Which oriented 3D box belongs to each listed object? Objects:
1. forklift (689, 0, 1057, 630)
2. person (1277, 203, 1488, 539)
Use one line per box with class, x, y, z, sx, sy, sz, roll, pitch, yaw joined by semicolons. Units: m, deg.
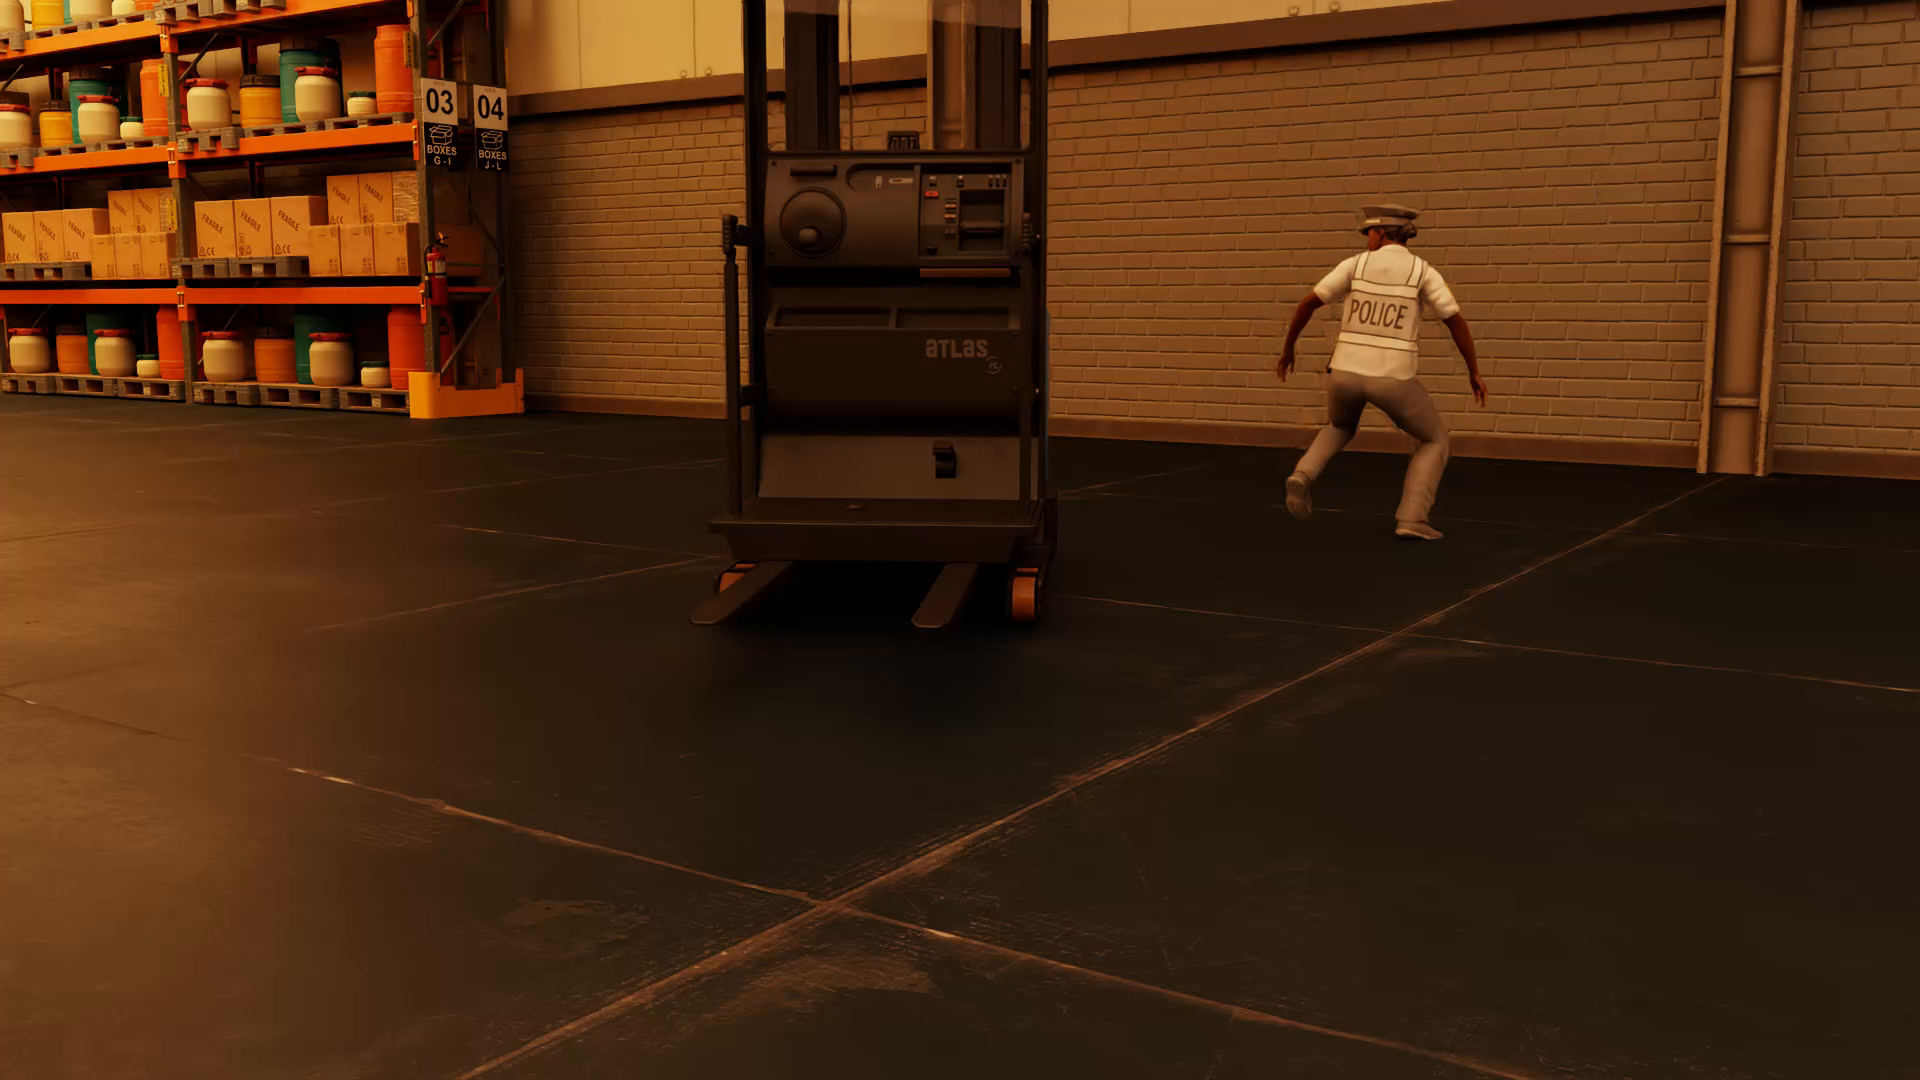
forklift;-0.251;-1.216;5.744;1.130;2.935;3.031;1;8;5
person;1.939;-0.762;7.660;0.910;1.552;0.494;5;10;32
